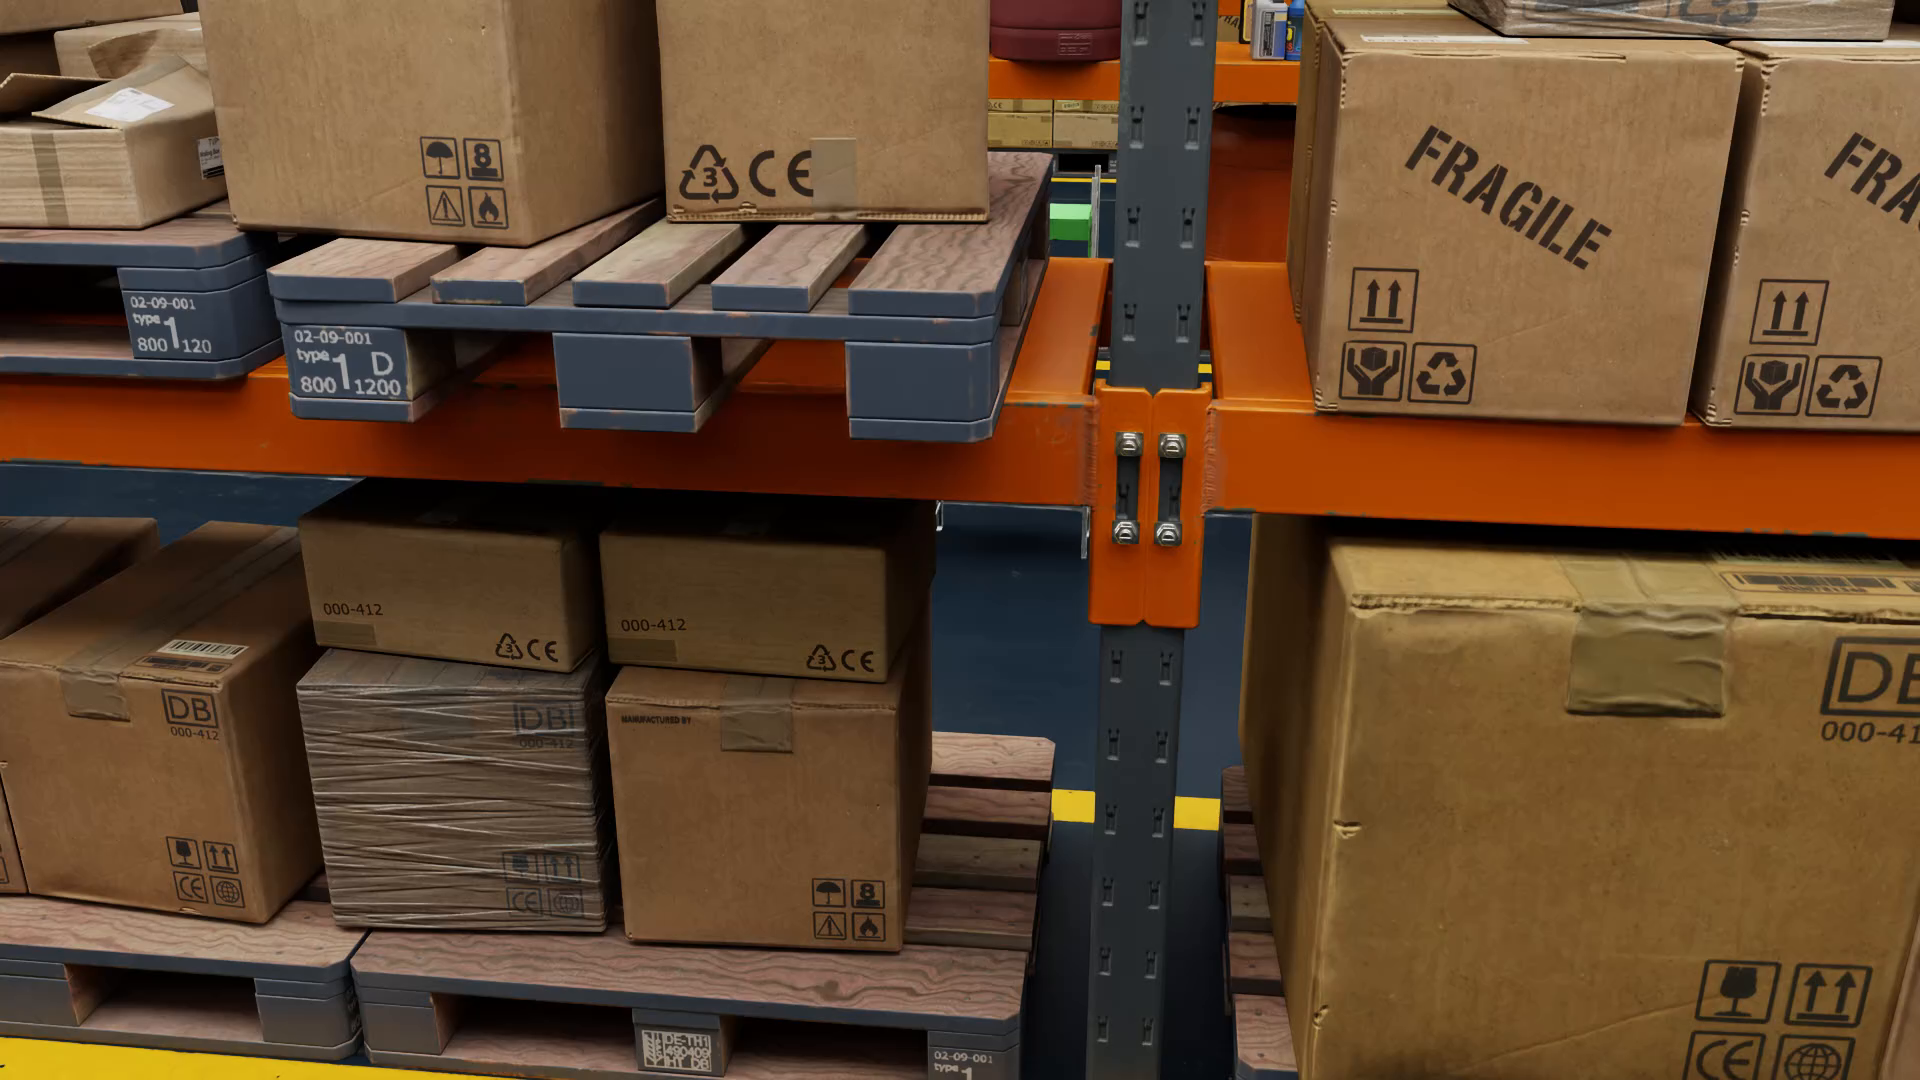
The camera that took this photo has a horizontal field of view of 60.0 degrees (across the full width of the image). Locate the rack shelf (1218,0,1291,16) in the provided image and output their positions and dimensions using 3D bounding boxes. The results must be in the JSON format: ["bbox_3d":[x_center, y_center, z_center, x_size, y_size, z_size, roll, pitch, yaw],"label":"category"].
[{"bbox_3d":[3.492,-3.759,11.845,4.000,0.370,1.077,2,22,6],"label":"rack shelf"}]

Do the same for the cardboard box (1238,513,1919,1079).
[{"bbox_3d":[1.019,0.267,3.003,0.875,0.875,1.225,2,22,4],"label":"cardboard box"}]

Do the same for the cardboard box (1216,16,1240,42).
[{"bbox_3d":[2.800,-5.104,16.624,0.750,0.750,0.750,2,22,6],"label":"cardboard box"}]

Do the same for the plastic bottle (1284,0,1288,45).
[{"bbox_3d":[1.483,-2.406,7.715,0.097,0.201,0.097,0,22,0],"label":"plastic bottle"}]

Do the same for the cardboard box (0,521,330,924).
[{"bbox_3d":[-1.448,0.332,3.322,0.500,0.500,0.700,4,22,11],"label":"cardboard box"}]

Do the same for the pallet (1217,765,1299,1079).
[{"bbox_3d":[1.110,0.795,3.141,1.213,0.211,1.003,2,22,6],"label":"pallet"}]

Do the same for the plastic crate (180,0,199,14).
[{"bbox_3d":[-3.558,-2.585,7.982,0.504,0.338,0.767,2,22,6],"label":"plastic crate"}]

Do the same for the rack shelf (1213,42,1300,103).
[{"bbox_3d":[2.905,-1.950,7.271,4.000,0.370,1.077,2,22,6],"label":"rack shelf"}]

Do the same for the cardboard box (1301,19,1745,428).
[{"bbox_3d":[0.787,-0.489,2.461,0.500,0.500,0.500,3,22,8],"label":"cardboard box"}]

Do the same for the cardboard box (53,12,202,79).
[{"bbox_3d":[-1.301,-0.845,3.130,0.500,0.250,0.500,2,22,5],"label":"cardboard box"}]

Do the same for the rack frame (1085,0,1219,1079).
[{"bbox_3d":[0.336,-0.563,2.784,0.127,3.000,1.000,2,22,6],"label":"rack frame"}]

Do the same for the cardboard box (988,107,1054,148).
[{"bbox_3d":[0.442,-3.051,12.246,0.500,0.250,0.500,2,22,6],"label":"cardboard box"}]

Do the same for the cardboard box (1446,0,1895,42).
[{"bbox_3d":[1.060,-1.038,2.486,0.637,0.503,0.797,3,22,8],"label":"cardboard box"}]

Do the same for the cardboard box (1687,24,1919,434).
[{"bbox_3d":[1.299,-0.468,2.407,0.500,0.500,0.500,2,22,5],"label":"cardboard box"}]

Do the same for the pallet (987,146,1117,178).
[{"bbox_3d":[0.693,-2.933,12.571,1.213,0.211,1.003,2,22,6],"label":"pallet"}]

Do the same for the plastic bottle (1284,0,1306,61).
[{"bbox_3d":[1.423,-2.160,6.998,0.097,0.271,0.097,0,22,0],"label":"plastic bottle"}]

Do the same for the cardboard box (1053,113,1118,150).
[{"bbox_3d":[0.954,-3.030,12.193,0.500,0.250,0.500,3,22,8],"label":"cardboard box"}]

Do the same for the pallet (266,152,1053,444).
[{"bbox_3d":[-0.384,-0.466,2.799,1.003,0.211,1.213,2,22,6],"label":"pallet"}]

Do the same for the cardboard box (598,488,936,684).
[{"bbox_3d":[-0.333,0.028,3.070,0.500,0.250,0.500,3,22,8],"label":"cardboard box"}]

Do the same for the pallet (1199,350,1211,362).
[{"bbox_3d":[1.707,-1.056,7.823,1.213,0.211,1.003,2,22,6],"label":"pallet"}]

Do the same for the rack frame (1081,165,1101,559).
[{"bbox_3d":[0.407,-0.540,5.174,0.015,1.200,0.240,2,22,6],"label":"rack frame"}]

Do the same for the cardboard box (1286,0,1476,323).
[{"bbox_3d":[0.855,-0.679,2.940,0.500,0.500,0.500,3,22,8],"label":"cardboard box"}]

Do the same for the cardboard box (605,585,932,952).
[{"bbox_3d":[-0.332,0.373,3.218,0.500,0.500,0.700,1,22,3],"label":"cardboard box"}]

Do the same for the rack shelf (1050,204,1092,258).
[{"bbox_3d":[0.164,-0.938,5.048,0.480,0.148,0.258,2,22,6],"label":"rack shelf"}]

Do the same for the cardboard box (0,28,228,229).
[{"bbox_3d":[-1.352,-0.669,2.665,0.258,0.266,0.396,2,22,5],"label":"cardboard box"}]

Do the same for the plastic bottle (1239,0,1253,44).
[{"bbox_3d":[1.371,-2.455,7.729,0.133,0.283,0.061,2,22,6],"label":"plastic bottle"}]

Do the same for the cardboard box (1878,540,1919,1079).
[{"bbox_3d":[1.903,0.309,2.898,0.875,0.875,1.225,3,22,6],"label":"cardboard box"}]

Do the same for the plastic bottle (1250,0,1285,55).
[{"bbox_3d":[1.329,-2.232,7.176,0.135,0.276,0.152,2,22,6],"label":"plastic bottle"}]

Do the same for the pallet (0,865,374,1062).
[{"bbox_3d":[-1.648,0.646,3.519,1.213,0.211,1.003,2,22,6],"label":"pallet"}]

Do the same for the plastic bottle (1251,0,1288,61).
[{"bbox_3d":[1.311,-2.177,7.035,0.135,0.276,0.152,2,22,6],"label":"plastic bottle"}]

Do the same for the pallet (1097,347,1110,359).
[{"bbox_3d":[0.154,-1.122,7.991,1.213,0.211,1.003,2,22,6],"label":"pallet"}]

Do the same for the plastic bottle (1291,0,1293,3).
[{"bbox_3d":[1.600,-2.445,7.704,0.133,0.283,0.061,2,22,6],"label":"plastic bottle"}]

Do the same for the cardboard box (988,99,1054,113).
[{"bbox_3d":[0.440,-3.310,12.138,0.500,0.311,0.500,2,22,5],"label":"cardboard box"}]

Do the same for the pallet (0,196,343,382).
[{"bbox_3d":[-1.634,-0.545,2.998,1.213,0.211,1.003,2,22,6],"label":"pallet"}]

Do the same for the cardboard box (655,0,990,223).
[{"bbox_3d":[-0.205,-0.814,2.711,0.500,0.500,0.500,0,22,0],"label":"cardboard box"}]

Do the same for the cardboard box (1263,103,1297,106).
[{"bbox_3d":[2.445,-3.077,11.945,0.500,0.500,0.500,2,22,4],"label":"cardboard box"}]

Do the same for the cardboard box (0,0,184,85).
[{"bbox_3d":[-1.904,-0.938,3.021,0.637,0.503,0.797,5,22,12],"label":"cardboard box"}]

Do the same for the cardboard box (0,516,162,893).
[{"bbox_3d":[-2.002,0.308,3.383,0.500,0.500,0.700,1,22,2],"label":"cardboard box"}]

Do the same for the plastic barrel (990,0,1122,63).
[{"bbox_3d":[0.423,-2.344,7.104,0.708,0.536,0.600,2,22,6],"label":"plastic barrel"}]

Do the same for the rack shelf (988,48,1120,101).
[{"bbox_3d":[-1.067,-2.123,7.709,4.000,0.370,1.077,2,22,6],"label":"rack shelf"}]

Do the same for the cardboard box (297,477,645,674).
[{"bbox_3d":[-0.861,0.009,3.119,0.500,0.250,0.500,5,22,12],"label":"cardboard box"}]

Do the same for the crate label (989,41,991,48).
[{"bbox_3d":[-0.036,-2.530,7.710,0.616,0.435,0.502,2,22,6],"label":"crate label"}]

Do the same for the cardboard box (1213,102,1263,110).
[{"bbox_3d":[1.924,-3.098,11.997,0.500,0.500,0.500,3,22,9],"label":"cardboard box"}]

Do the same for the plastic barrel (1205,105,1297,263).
[{"bbox_3d":[1.407,-1.542,7.642,0.708,0.830,0.600,2,22,6],"label":"plastic barrel"}]

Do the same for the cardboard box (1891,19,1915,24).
[{"bbox_3d":[1.350,-0.655,2.881,0.500,0.500,0.500,2,22,6],"label":"cardboard box"}]

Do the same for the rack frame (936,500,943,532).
[{"bbox_3d":[-0.078,-0.561,5.228,0.015,1.200,0.240,2,22,6],"label":"rack frame"}]

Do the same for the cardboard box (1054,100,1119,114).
[{"bbox_3d":[0.957,-3.290,12.087,0.500,0.311,0.500,3,22,8],"label":"cardboard box"}]

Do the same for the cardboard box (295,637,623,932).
[{"bbox_3d":[-0.884,0.354,3.266,0.500,0.500,0.700,1,22,2],"label":"cardboard box"}]

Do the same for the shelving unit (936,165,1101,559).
[{"bbox_3d":[0.164,-0.551,5.201,0.503,1.200,0.258,2,22,6],"label":"shelving unit"}]

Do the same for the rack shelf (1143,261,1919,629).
[{"bbox_3d":[2.322,-0.142,2.697,4.000,0.370,1.077,2,22,6],"label":"rack shelf"}]

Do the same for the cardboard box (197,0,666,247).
[{"bbox_3d":[-0.771,-0.801,2.679,0.500,0.500,0.700,6,22,14],"label":"cardboard box"}]

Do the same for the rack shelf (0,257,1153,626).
[{"bbox_3d":[-1.650,-0.315,3.135,4.000,0.370,1.077,2,22,6],"label":"rack shelf"}]

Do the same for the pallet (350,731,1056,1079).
[{"bbox_3d":[-0.440,0.699,3.384,1.213,0.211,1.003,2,22,6],"label":"pallet"}]

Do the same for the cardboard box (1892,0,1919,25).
[{"bbox_3d":[1.707,-1.009,2.412,0.637,0.503,0.797,3,22,8],"label":"cardboard box"}]
